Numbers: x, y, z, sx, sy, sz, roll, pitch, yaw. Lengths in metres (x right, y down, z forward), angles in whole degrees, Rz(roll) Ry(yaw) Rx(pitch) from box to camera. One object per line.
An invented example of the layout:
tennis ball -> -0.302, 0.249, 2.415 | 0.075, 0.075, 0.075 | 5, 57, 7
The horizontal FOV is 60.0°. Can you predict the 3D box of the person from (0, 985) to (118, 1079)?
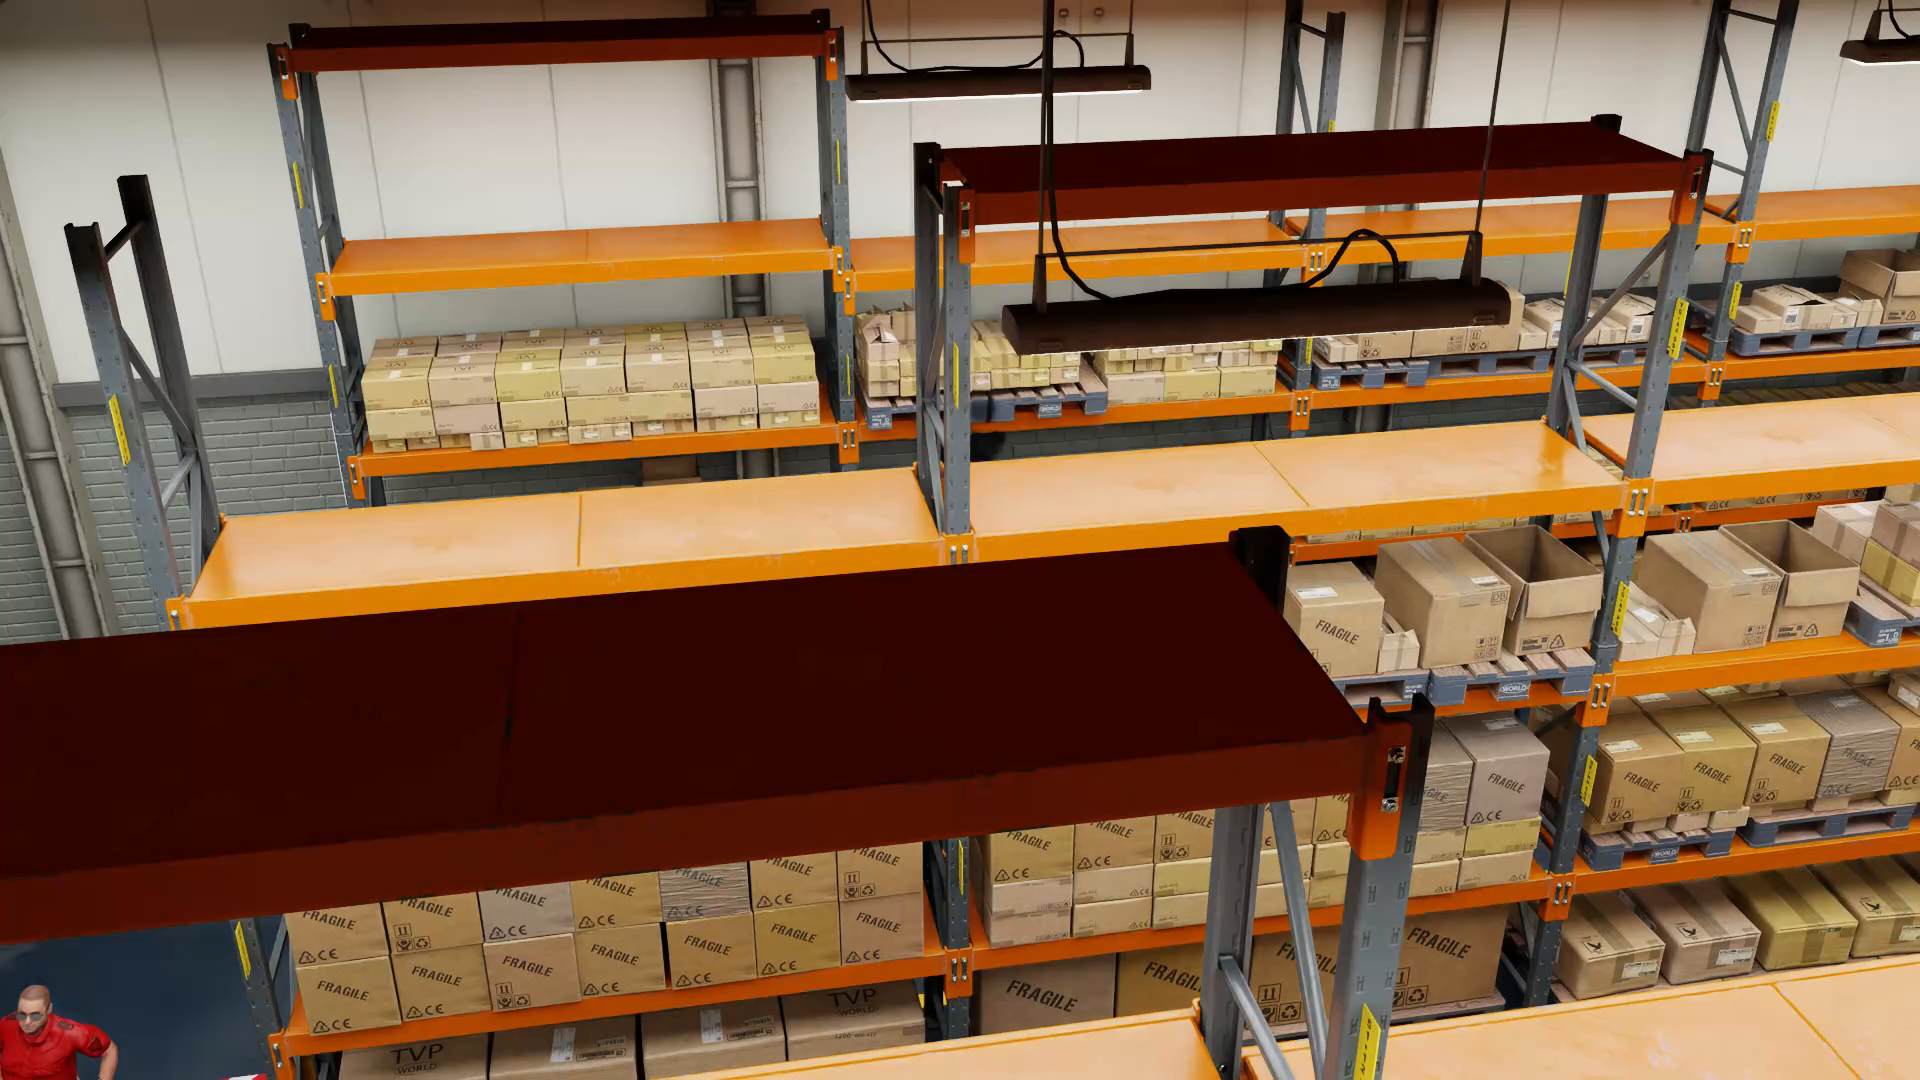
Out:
person -> -5.220, 3.255, 9.592 | 0.732, 1.690, 0.894 | 4, 26, 7
